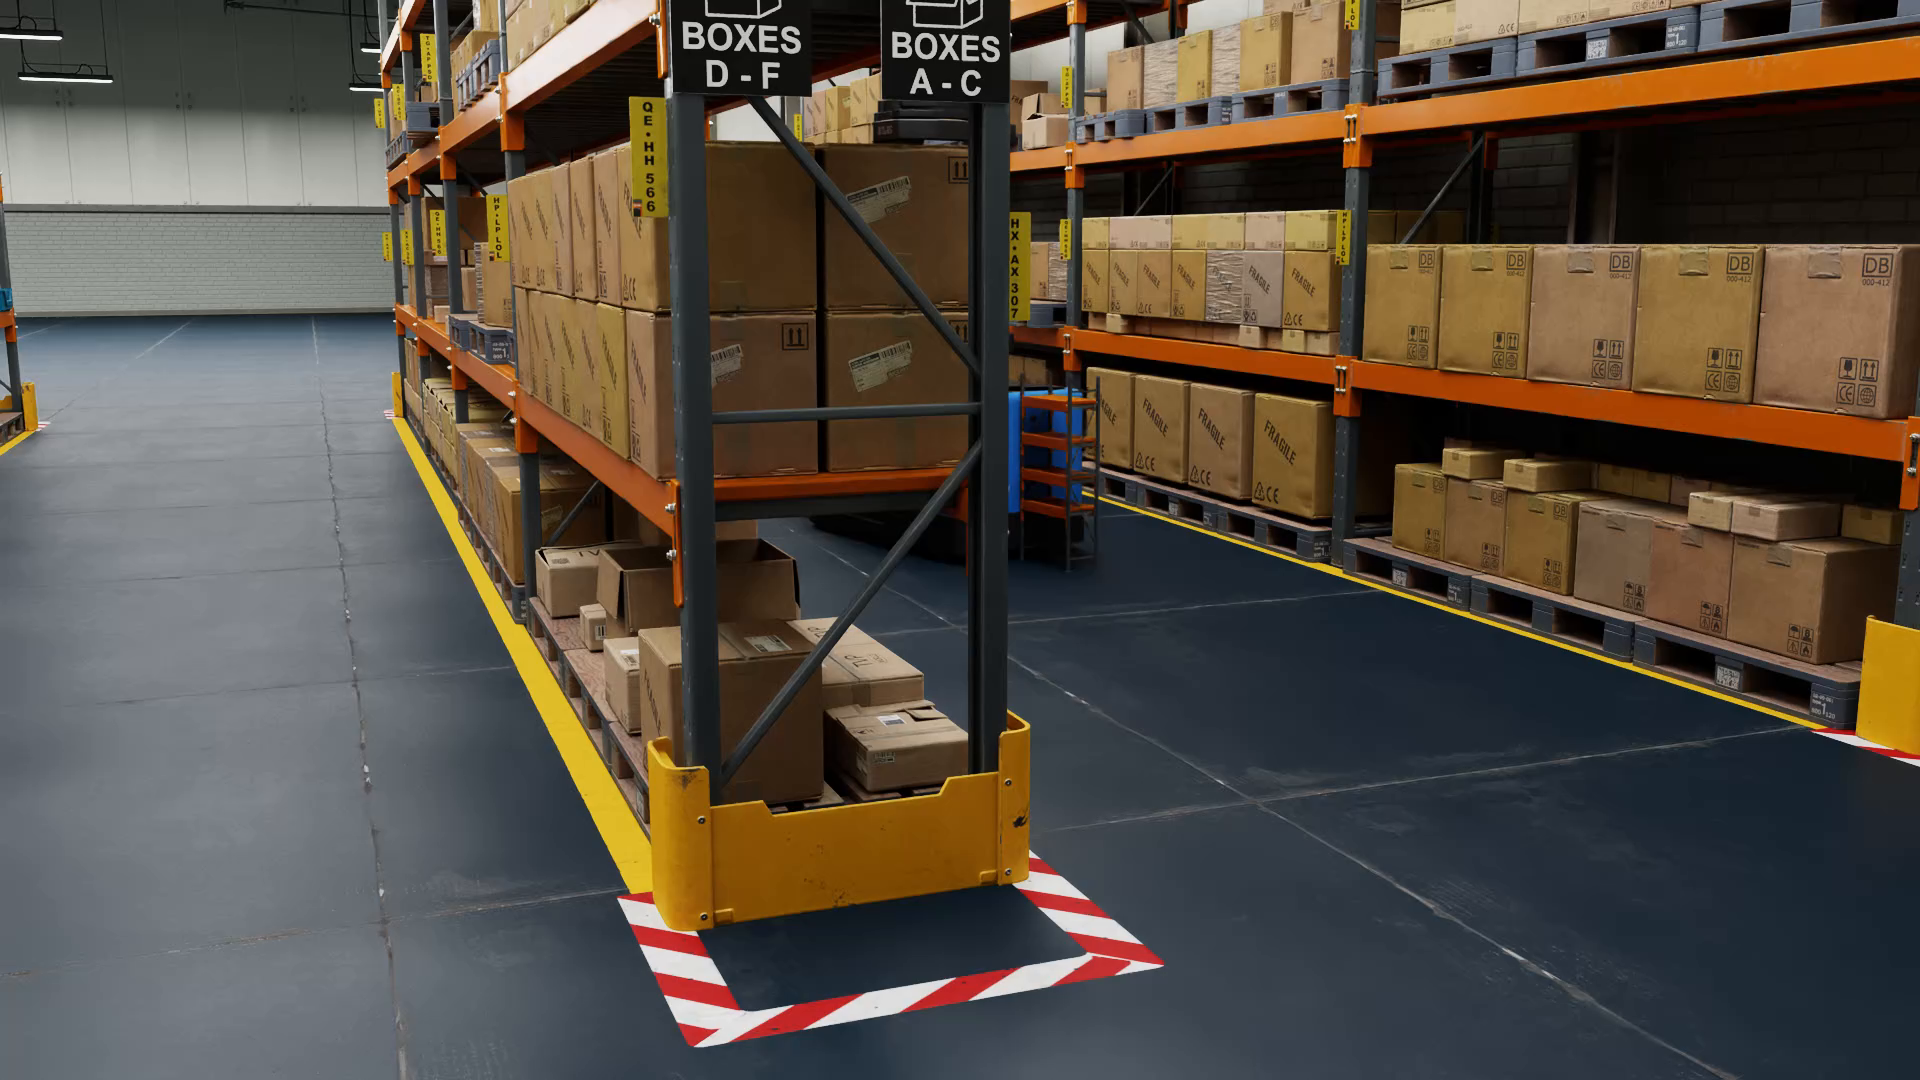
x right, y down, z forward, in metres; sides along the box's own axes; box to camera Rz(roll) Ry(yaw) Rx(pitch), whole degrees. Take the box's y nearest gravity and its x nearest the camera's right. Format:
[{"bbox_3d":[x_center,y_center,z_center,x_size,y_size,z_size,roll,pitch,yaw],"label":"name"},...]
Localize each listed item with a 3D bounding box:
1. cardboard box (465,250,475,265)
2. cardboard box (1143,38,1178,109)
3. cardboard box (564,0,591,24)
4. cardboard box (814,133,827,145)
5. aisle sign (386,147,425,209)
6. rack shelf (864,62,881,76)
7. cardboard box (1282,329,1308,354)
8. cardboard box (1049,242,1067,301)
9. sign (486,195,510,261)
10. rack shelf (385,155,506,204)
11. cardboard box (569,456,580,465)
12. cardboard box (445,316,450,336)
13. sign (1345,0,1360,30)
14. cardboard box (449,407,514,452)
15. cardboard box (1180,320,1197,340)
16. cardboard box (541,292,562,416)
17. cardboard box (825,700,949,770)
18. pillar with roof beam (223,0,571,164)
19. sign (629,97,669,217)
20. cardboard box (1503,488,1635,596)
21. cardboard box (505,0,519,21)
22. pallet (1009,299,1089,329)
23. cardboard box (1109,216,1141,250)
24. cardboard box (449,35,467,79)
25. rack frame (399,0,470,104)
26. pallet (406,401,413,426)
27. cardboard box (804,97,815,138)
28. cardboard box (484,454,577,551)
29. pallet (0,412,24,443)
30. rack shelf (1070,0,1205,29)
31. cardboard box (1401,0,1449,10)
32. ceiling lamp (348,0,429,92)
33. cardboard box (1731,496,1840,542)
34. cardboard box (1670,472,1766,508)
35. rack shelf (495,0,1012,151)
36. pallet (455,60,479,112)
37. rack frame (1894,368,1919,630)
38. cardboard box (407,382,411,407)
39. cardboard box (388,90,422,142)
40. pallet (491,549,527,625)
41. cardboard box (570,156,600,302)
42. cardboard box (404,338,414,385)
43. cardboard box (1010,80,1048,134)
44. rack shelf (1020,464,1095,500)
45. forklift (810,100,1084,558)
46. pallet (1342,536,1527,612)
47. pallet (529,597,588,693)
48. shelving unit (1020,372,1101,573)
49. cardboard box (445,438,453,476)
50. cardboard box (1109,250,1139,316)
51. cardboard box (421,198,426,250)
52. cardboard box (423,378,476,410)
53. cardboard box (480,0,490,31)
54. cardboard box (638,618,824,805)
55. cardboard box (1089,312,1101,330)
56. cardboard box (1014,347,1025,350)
[{"bbox_3d":[-4.604,-2.752,16.189,0.380,0.149,0.250,-4,11,-21],"label":"cardboard box"},{"bbox_3d":[1.848,-3.573,12.838,0.700,0.500,0.500,-5,11,-24],"label":"cardboard box"},{"bbox_3d":[-1.135,-2.002,5.972,0.500,0.250,0.500,-4,11,-21],"label":"cardboard box"},{"bbox_3d":[-1.471,-4.671,20.206,0.500,0.500,0.500,-3,11,-17],"label":"cardboard box"},{"bbox_3d":[-6.446,-4.251,19.333,0.394,0.787,0.004,-4,11,-21],"label":"aisle sign"},{"bbox_3d":[-0.796,-5.567,19.083,1.077,0.370,4.000,-4,11,-21],"label":"rack shelf"},{"bbox_3d":[2.328,-1.300,10.822,0.380,0.149,0.250,-4,11,-20],"label":"cardboard box"},{"bbox_3d":[1.199,-2.331,14.420,0.700,0.500,0.500,-5,11,-28],"label":"cardboard box"},{"bbox_3d":[-2.304,-1.556,8.296,0.100,0.325,0.005,-4,11,-21],"label":"sign"},{"bbox_3d":[-5.412,-3.776,17.575,1.077,0.370,4.000,-4,11,-21],"label":"rack shelf"},{"bbox_3d":[-2.114,-0.270,10.256,0.500,0.500,0.500,-4,11,-20],"label":"cardboard box"},{"bbox_3d":[-3.821,-1.680,13.017,0.380,0.149,0.250,-4,11,-21],"label":"cardboard box"},{"bbox_3d":[2.325,-3.187,9.831,0.100,0.325,0.005,-4,11,-21],"label":"sign"},{"bbox_3d":[-3.657,-0.873,12.816,0.500,0.311,0.500,-4,11,-19],"label":"cardboard box"},{"bbox_3d":[1.848,-1.558,12.271,0.380,0.149,0.250,-4,11,-21],"label":"cardboard box"},{"bbox_3d":[-1.490,-0.805,7.096,0.500,0.500,0.500,-4,11,-21],"label":"cardboard box"},{"bbox_3d":[-0.260,0.679,5.874,0.380,0.166,0.250,-4,11,-21],"label":"cardboard box"},{"bbox_3d":[-15.345,-10.813,46.514,9.100,9.000,0.548,-4,11,-21],"label":"pillar with roof beam"},{"bbox_3d":[-0.863,-1.062,4.619,0.100,0.325,0.005,-4,11,-21],"label":"sign"},{"bbox_3d":[3.366,-0.018,8.894,0.700,0.500,0.500,-4,11,-20],"label":"cardboard box"},{"bbox_3d":[-1.843,-2.576,7.770,0.500,0.250,0.500,-4,11,-21],"label":"cardboard box"},{"bbox_3d":[1.021,-2.005,14.672,1.213,0.211,1.003,-4,11,-21],"label":"pallet"},{"bbox_3d":[1.498,-2.386,12.936,0.500,0.250,0.500,-4,11,-22],"label":"cardboard box"},{"bbox_3d":[-4.272,-4.112,14.493,0.500,0.500,0.500,-3,10,-15],"label":"cardboard box"},{"bbox_3d":[-4.687,-5.281,15.414,1.000,3.000,0.127,-4,11,-21],"label":"rack frame"},{"bbox_3d":[-5.820,-1.485,19.167,1.003,0.211,1.213,-4,11,-21],"label":"pallet"},{"bbox_3d":[-1.608,-5.245,20.580,0.500,0.500,0.500,-5,11,-25],"label":"cardboard box"},{"bbox_3d":[-2.587,-0.233,10.046,0.500,0.500,0.500,-4,11,-20],"label":"cardboard box"},{"bbox_3d":[-10.394,-1.151,17.290,1.003,0.211,1.213,-4,11,-21],"label":"pallet"},{"bbox_3d":[2.103,-4.066,11.777,1.077,0.370,4.000,-4,11,-21],"label":"rack shelf"},{"bbox_3d":[2.825,-3.231,9.254,0.500,0.500,0.500,-4,11,-21],"label":"cardboard box"},{"bbox_3d":[-14.555,-13.015,42.224,2.000,3.185,0.800,-4,11,-21],"label":"ceiling lamp"},{"bbox_3d":[3.714,-0.096,7.483,0.380,0.149,0.250,-4,11,-22],"label":"cardboard box"},{"bbox_3d":[3.795,-0.244,8.315,0.380,0.149,0.250,-4,11,-20],"label":"cardboard box"},{"bbox_3d":[-1.063,-1.818,6.563,1.077,0.370,4.000,-4,11,-21],"label":"rack shelf"},{"bbox_3d":[-2.338,-2.686,9.926,1.213,0.211,1.003,-4,11,-21],"label":"pallet"},{"bbox_3d":[4.277,-0.684,6.699,1.000,3.000,0.127,-4,11,-21],"label":"rack frame"},{"bbox_3d":[-5.965,-1.650,18.785,0.500,0.250,0.500,-4,11,-21],"label":"cardboard box"},{"bbox_3d":[-5.789,-4.494,17.668,0.500,0.500,0.500,-4,11,-21],"label":"cardboard box"},{"bbox_3d":[-2.118,0.221,9.575,1.003,0.211,1.213,-4,11,-21],"label":"pallet"},{"bbox_3d":[-1.132,-1.132,6.079,0.500,0.500,0.500,-4,11,-19],"label":"cardboard box"},{"bbox_3d":[-5.967,-2.019,18.719,0.500,0.500,0.500,-4,11,-21],"label":"cardboard box"},{"bbox_3d":[0.499,-4.080,15.740,0.500,0.500,0.500,-4,11,-23],"label":"cardboard box"},{"bbox_3d":[0.622,-0.367,10.443,0.258,0.148,0.480,-7,12,-33],"label":"rack shelf"},{"bbox_3d":[-0.415,-1.538,11.698,1.130,2.935,3.031,-7,12,-33],"label":"forklift"},{"bbox_3d":[3.030,0.165,9.888,1.003,0.211,1.213,-4,11,-21],"label":"pallet"},{"bbox_3d":[-1.540,0.464,8.212,1.003,0.211,1.213,-4,11,-21],"label":"pallet"},{"bbox_3d":[0.622,-0.433,10.431,0.258,1.200,0.503,-7,12,-33],"label":"shelving unit"},{"bbox_3d":[-3.846,-0.682,13.340,0.500,0.250,0.500,-4,11,-22],"label":"cardboard box"},{"bbox_3d":[1.497,-2.013,12.982,0.500,0.500,0.500,-4,11,-19],"label":"cardboard box"},{"bbox_3d":[-5.038,-3.170,16.685,0.700,0.500,0.500,-4,11,-21],"label":"cardboard box"},{"bbox_3d":[-4.769,-1.373,15.626,0.500,0.311,0.500,-4,11,-21],"label":"cardboard box"},{"bbox_3d":[-2.900,-3.538,11.039,0.500,0.500,0.500,-4,11,-21],"label":"cardboard box"},{"bbox_3d":[-0.765,0.572,5.519,0.500,0.500,0.500,-4,11,-21],"label":"cardboard box"},{"bbox_3d":[1.282,-1.807,13.675,0.380,0.149,0.250,-4,11,-22],"label":"cardboard box"},{"bbox_3d":[0.374,-1.807,16.752,0.500,0.250,0.500,-4,11,-22],"label":"cardboard box"}]
